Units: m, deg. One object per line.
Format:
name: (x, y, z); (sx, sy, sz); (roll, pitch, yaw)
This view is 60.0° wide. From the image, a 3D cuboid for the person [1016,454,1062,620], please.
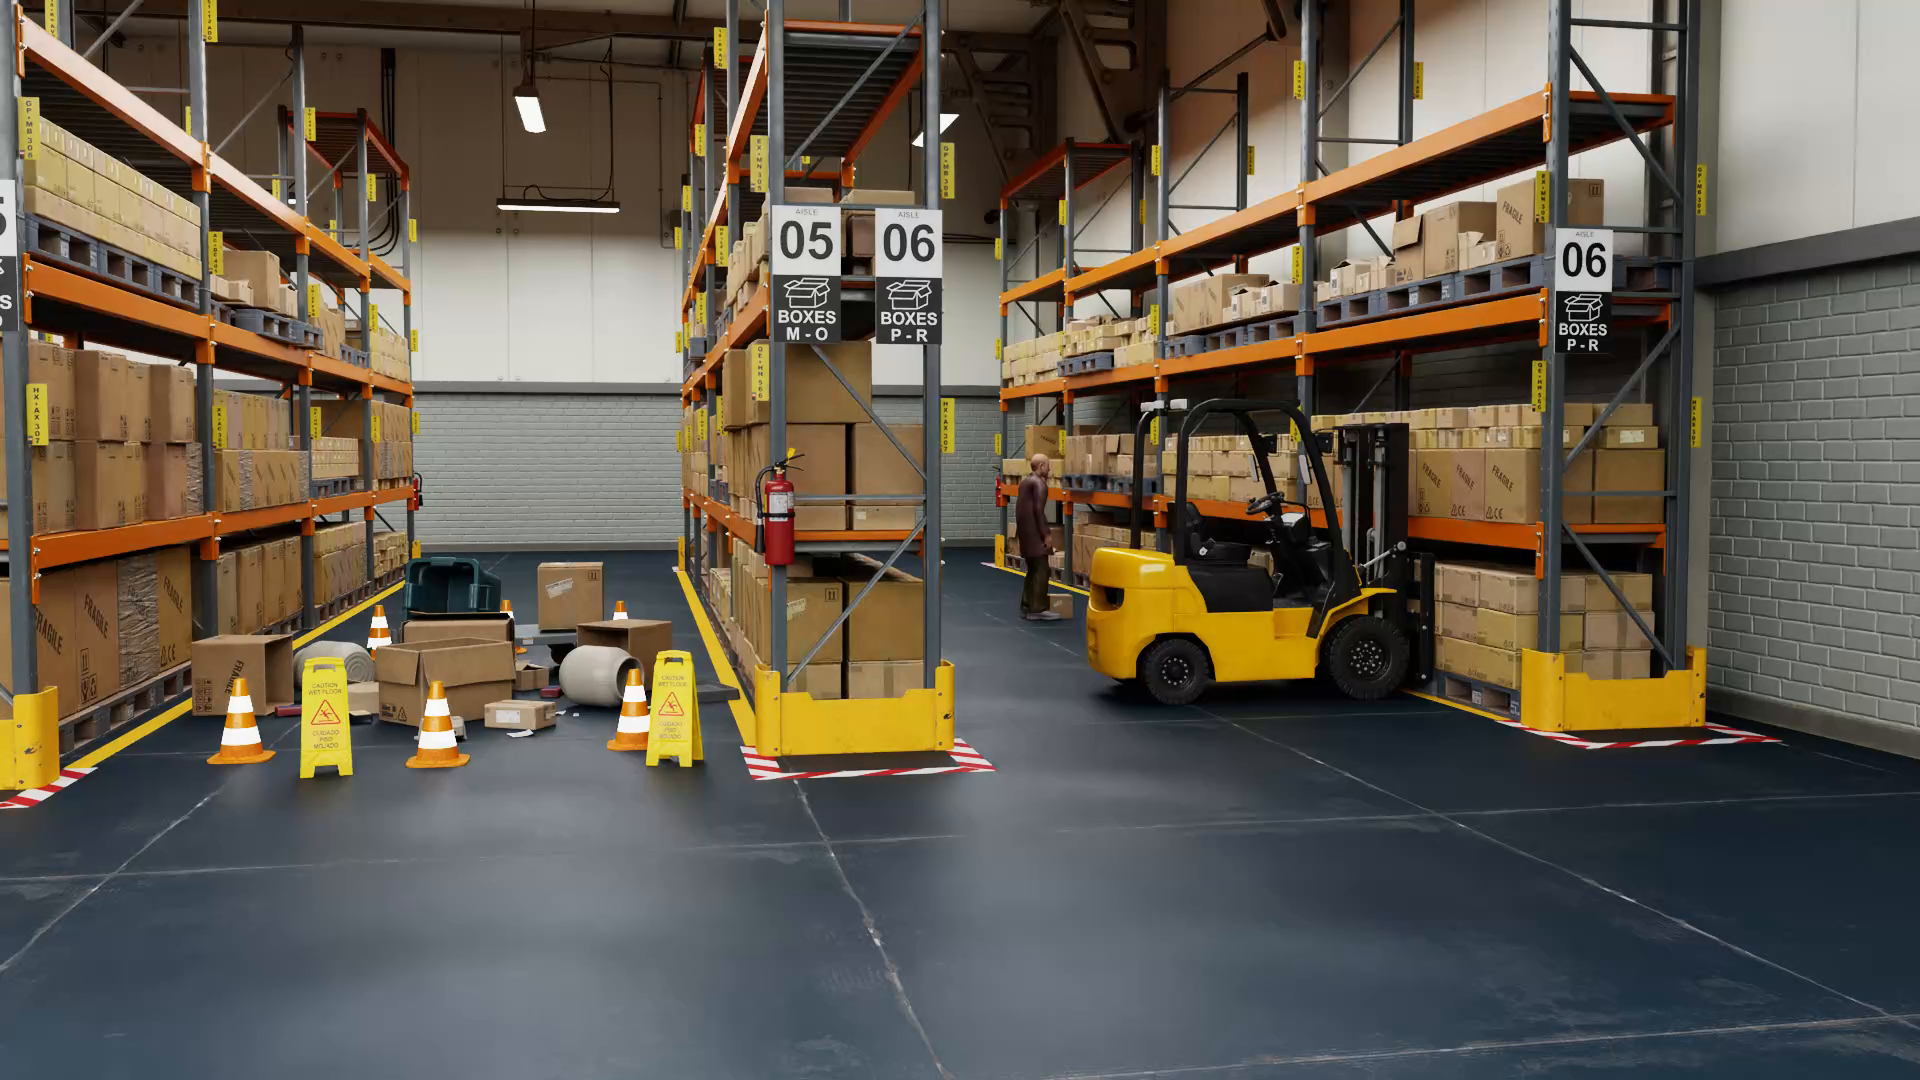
person: (0.823, -0.041, 17.920); (0.422, 1.774, 0.653); (-1, 3, -15)
